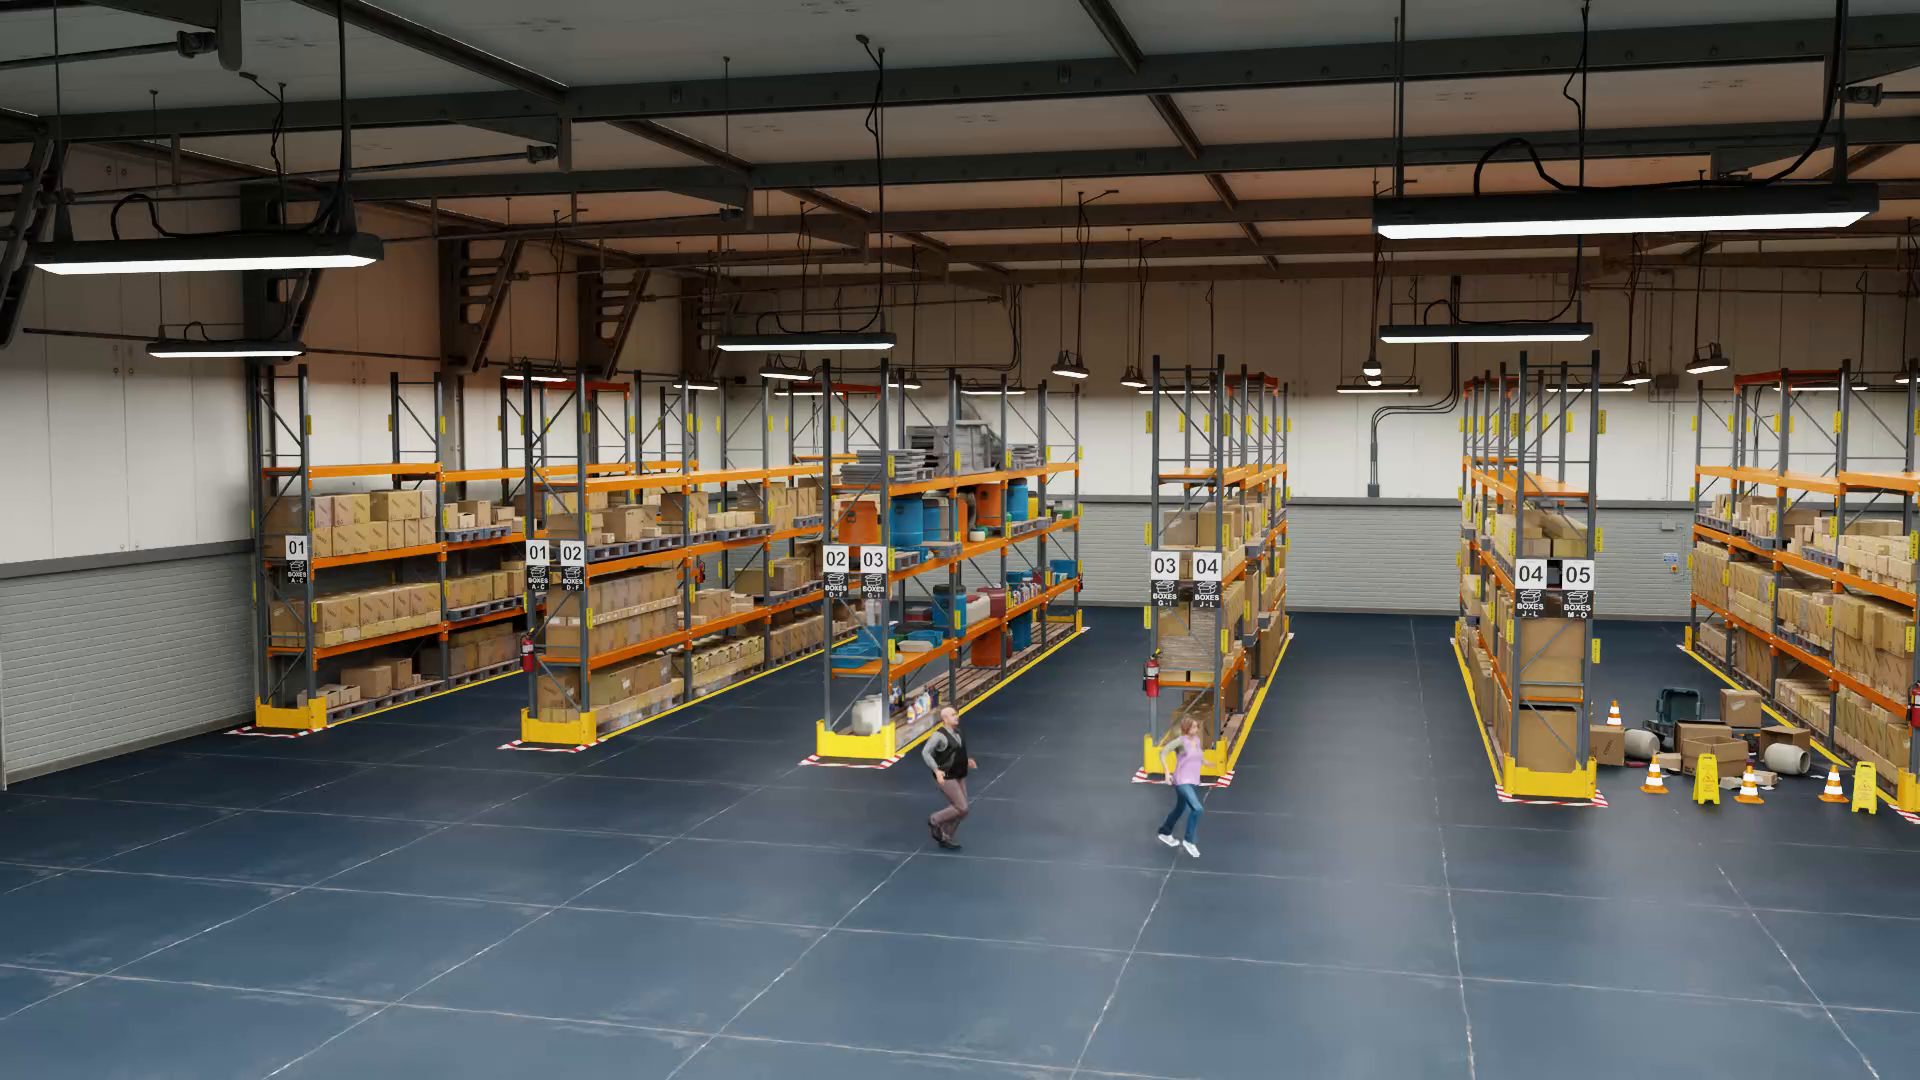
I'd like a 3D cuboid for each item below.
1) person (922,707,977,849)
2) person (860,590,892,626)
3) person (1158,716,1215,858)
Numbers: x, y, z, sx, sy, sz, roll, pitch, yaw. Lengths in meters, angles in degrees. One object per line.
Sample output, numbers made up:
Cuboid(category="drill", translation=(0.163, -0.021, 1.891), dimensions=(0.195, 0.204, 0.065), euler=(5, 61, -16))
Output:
Cuboid(category="person", translation=(-0.080, 2.811, 19.607), dimensions=(0.569, 1.678, 0.652), euler=(3, 5, 33))
Cuboid(category="person", translation=(-1.712, 1.529, 33.828), dimensions=(0.646, 1.901, 0.684), euler=(0, 4, -2))
Cuboid(category="person", translation=(2.634, 2.866, 19.384), dimensions=(0.782, 1.638, 0.498), euler=(3, 5, 39))
